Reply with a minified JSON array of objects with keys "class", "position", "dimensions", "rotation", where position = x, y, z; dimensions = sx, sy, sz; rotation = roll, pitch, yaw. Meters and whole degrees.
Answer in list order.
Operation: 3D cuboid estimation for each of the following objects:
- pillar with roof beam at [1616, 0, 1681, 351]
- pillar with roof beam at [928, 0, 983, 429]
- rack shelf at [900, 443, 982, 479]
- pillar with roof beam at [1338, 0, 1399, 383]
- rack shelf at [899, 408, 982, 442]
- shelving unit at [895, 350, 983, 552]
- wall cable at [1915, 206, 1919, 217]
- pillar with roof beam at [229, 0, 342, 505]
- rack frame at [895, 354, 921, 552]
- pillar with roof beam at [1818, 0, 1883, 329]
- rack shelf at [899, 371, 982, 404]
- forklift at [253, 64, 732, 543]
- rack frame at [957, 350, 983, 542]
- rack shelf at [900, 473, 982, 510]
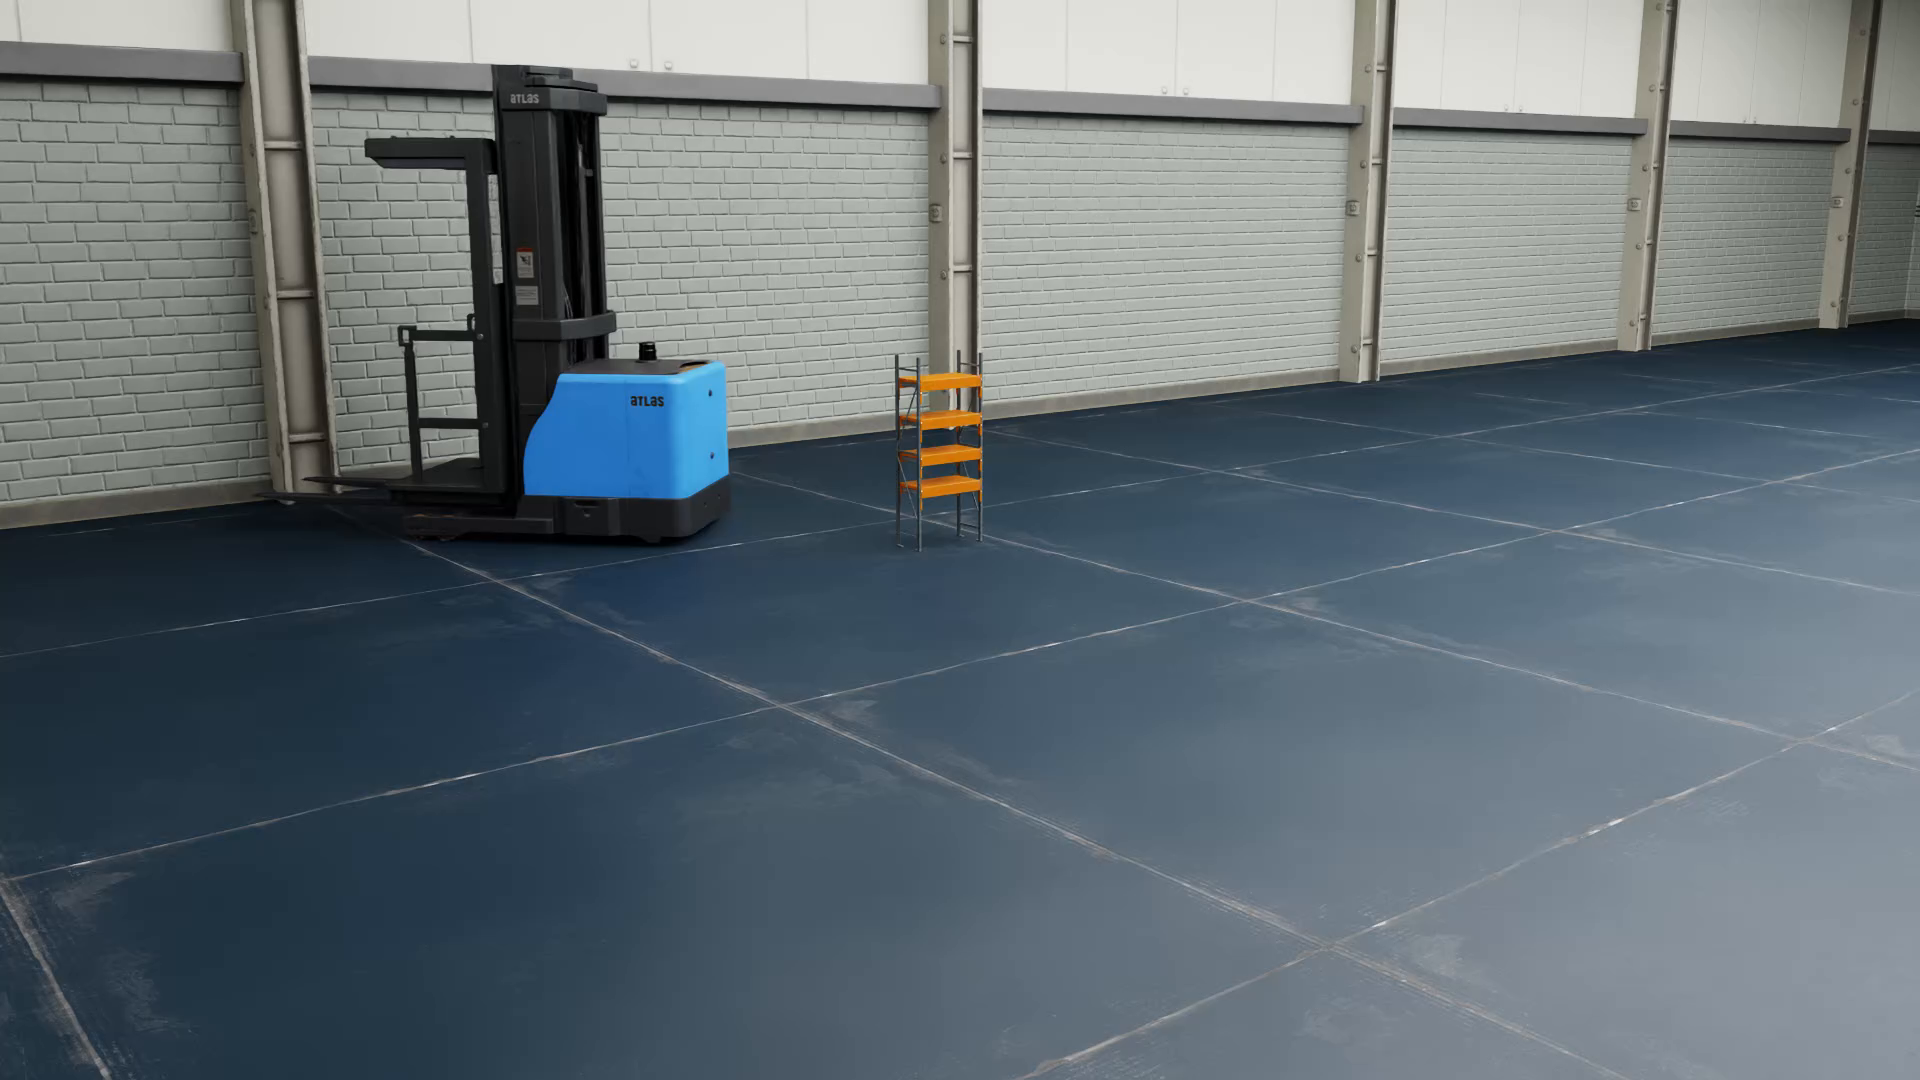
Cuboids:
[{"class":"pillar with roof beam","position":[12.017,-6.341,18.828],"dimensions":[0.400,9.000,9.100],"rotation":[-9,15,-38]},{"class":"pillar with roof beam","position":[2.647,-4.784,11.495],"dimensions":[0.400,9.000,9.100],"rotation":[-9,15,-38]},{"class":"rack shelf","position":[-0.129,-0.500,10.417],"dimensions":[0.480,0.148,0.258],"rotation":[-9,15,-38]},{"class":"pillar with roof beam","position":[7.332,-5.563,15.161],"dimensions":[0.400,9.000,9.100],"rotation":[-9,15,-38]},{"class":"rack shelf","position":[-0.129,-0.718,10.370],"dimensions":[0.480,0.148,0.258],"rotation":[-9,15,-38]},{"class":"shelving unit","position":[-0.129,-0.565,10.403],"dimensions":[0.503,1.200,0.258],"rotation":[-9,15,-38]},{"class":"wall cable","position":[17.139,-6.467,26.895],"dimensions":[0.112,2.526,3.097],"rotation":[-9,15,-38]},{"class":"pillar with roof beam","position":[-2.039,-4.006,7.828],"dimensions":[0.400,9.000,9.100],"rotation":[-9,15,-38]},{"class":"rack frame","position":[-0.320,-0.534,10.254],"dimensions":[0.015,1.200,0.240],"rotation":[-9,15,-38]},{"class":"pillar with roof beam","position":[16.702,-7.120,22.494],"dimensions":[0.400,9.000,9.100],"rotation":[-9,15,-38]},{"class":"rack shelf","position":[-0.129,-0.950,10.321],"dimensions":[0.480,0.148,0.258],"rotation":[-9,15,-38]},{"class":"forklift","position":[-3.111,-1.533,10.791],"dimensions":[3.031,2.935,1.130],"rotation":[2,12,9]},{"class":"rack frame","position":[0.061,-0.597,10.552],"dimensions":[0.015,1.200,0.240],"rotation":[-9,15,-38]},{"class":"rack shelf","position":[-0.129,-0.305,10.458],"dimensions":[0.480,0.148,0.258],"rotation":[-9,15,-38]}]
